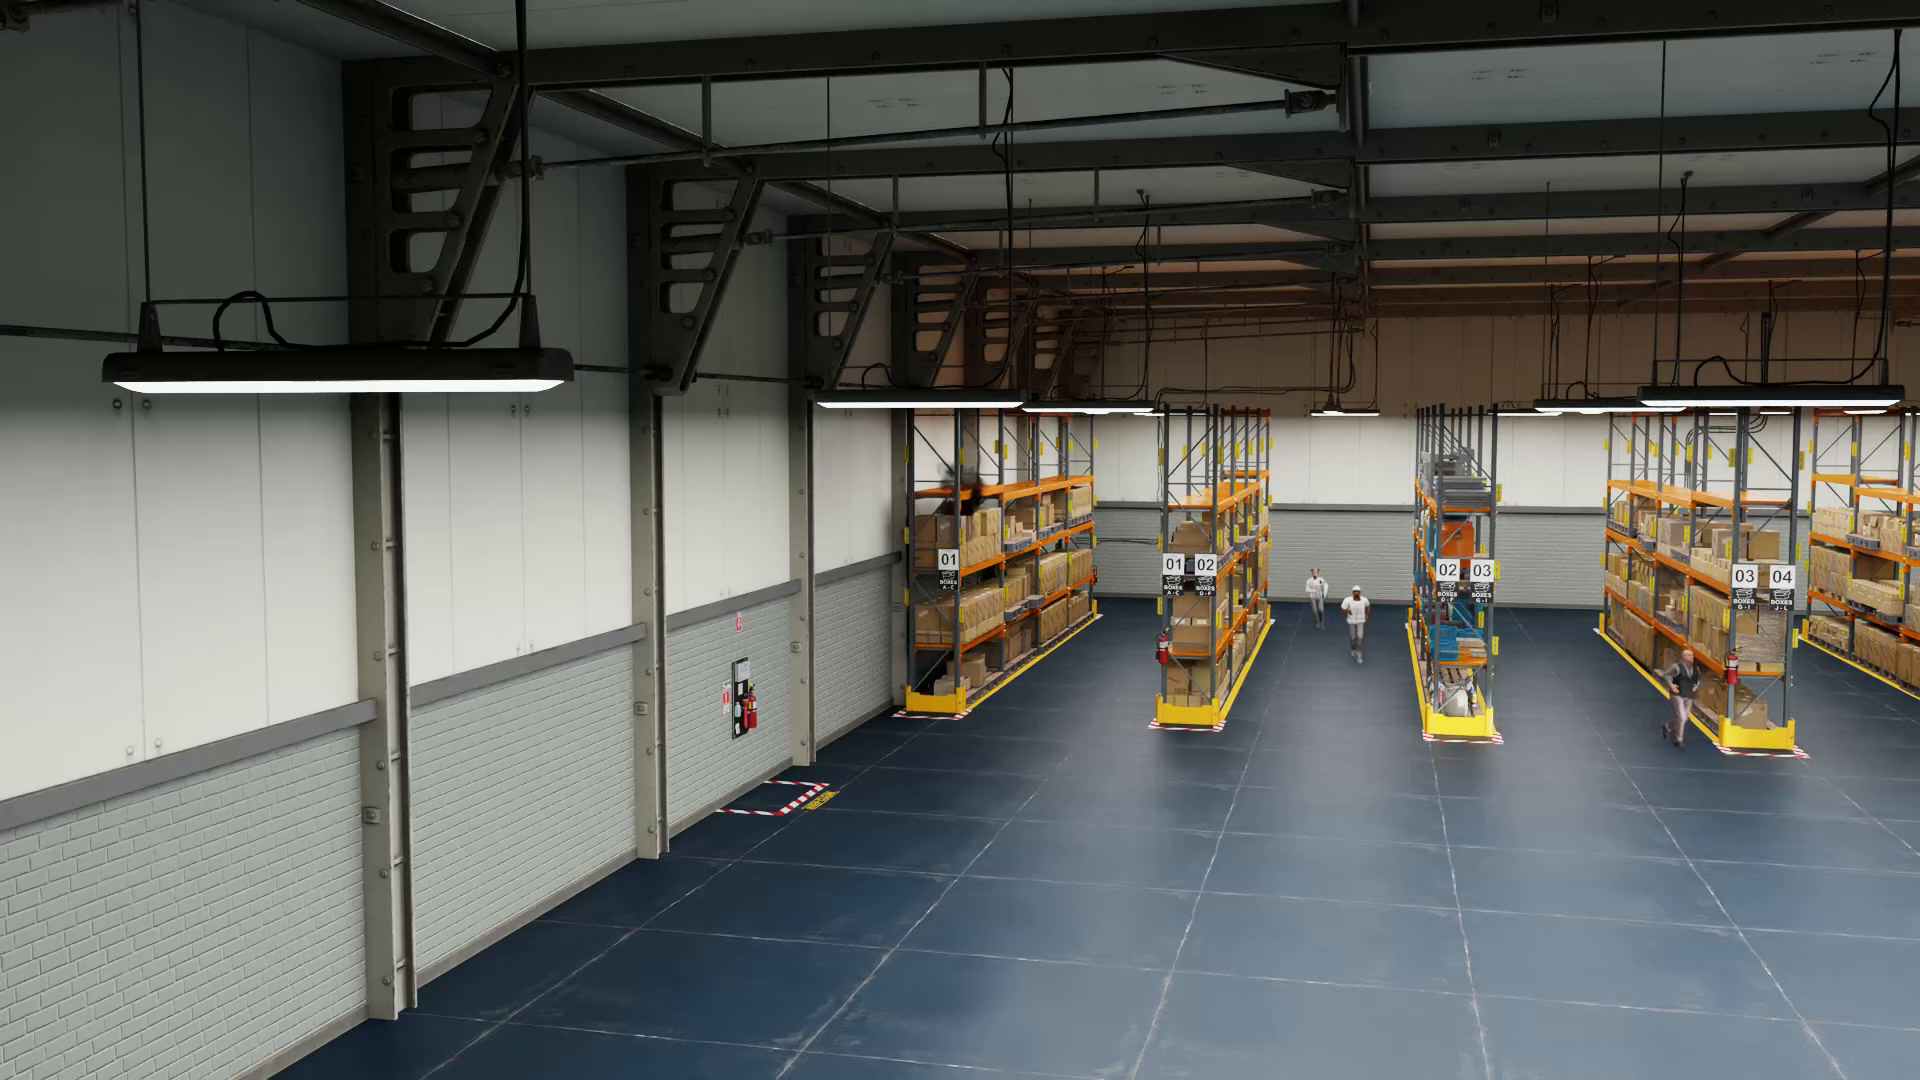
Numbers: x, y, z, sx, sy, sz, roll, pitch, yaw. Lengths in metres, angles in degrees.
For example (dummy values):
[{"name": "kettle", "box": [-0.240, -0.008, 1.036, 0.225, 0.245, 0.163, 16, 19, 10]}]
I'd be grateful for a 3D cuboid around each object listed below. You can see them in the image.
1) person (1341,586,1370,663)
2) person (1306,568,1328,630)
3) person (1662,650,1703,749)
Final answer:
[{"name": "person", "box": [9.353, 1.981, 39.368, 0.676, 1.822, 0.780, 1, 4, 12]}, {"name": "person", "box": [9.709, 1.607, 45.292, 0.555, 1.722, 0.649, 1, 4, 17]}, {"name": "person", "box": [12.694, 2.774, 29.215, 0.696, 1.705, 0.804, 0, 4, -5]}]
